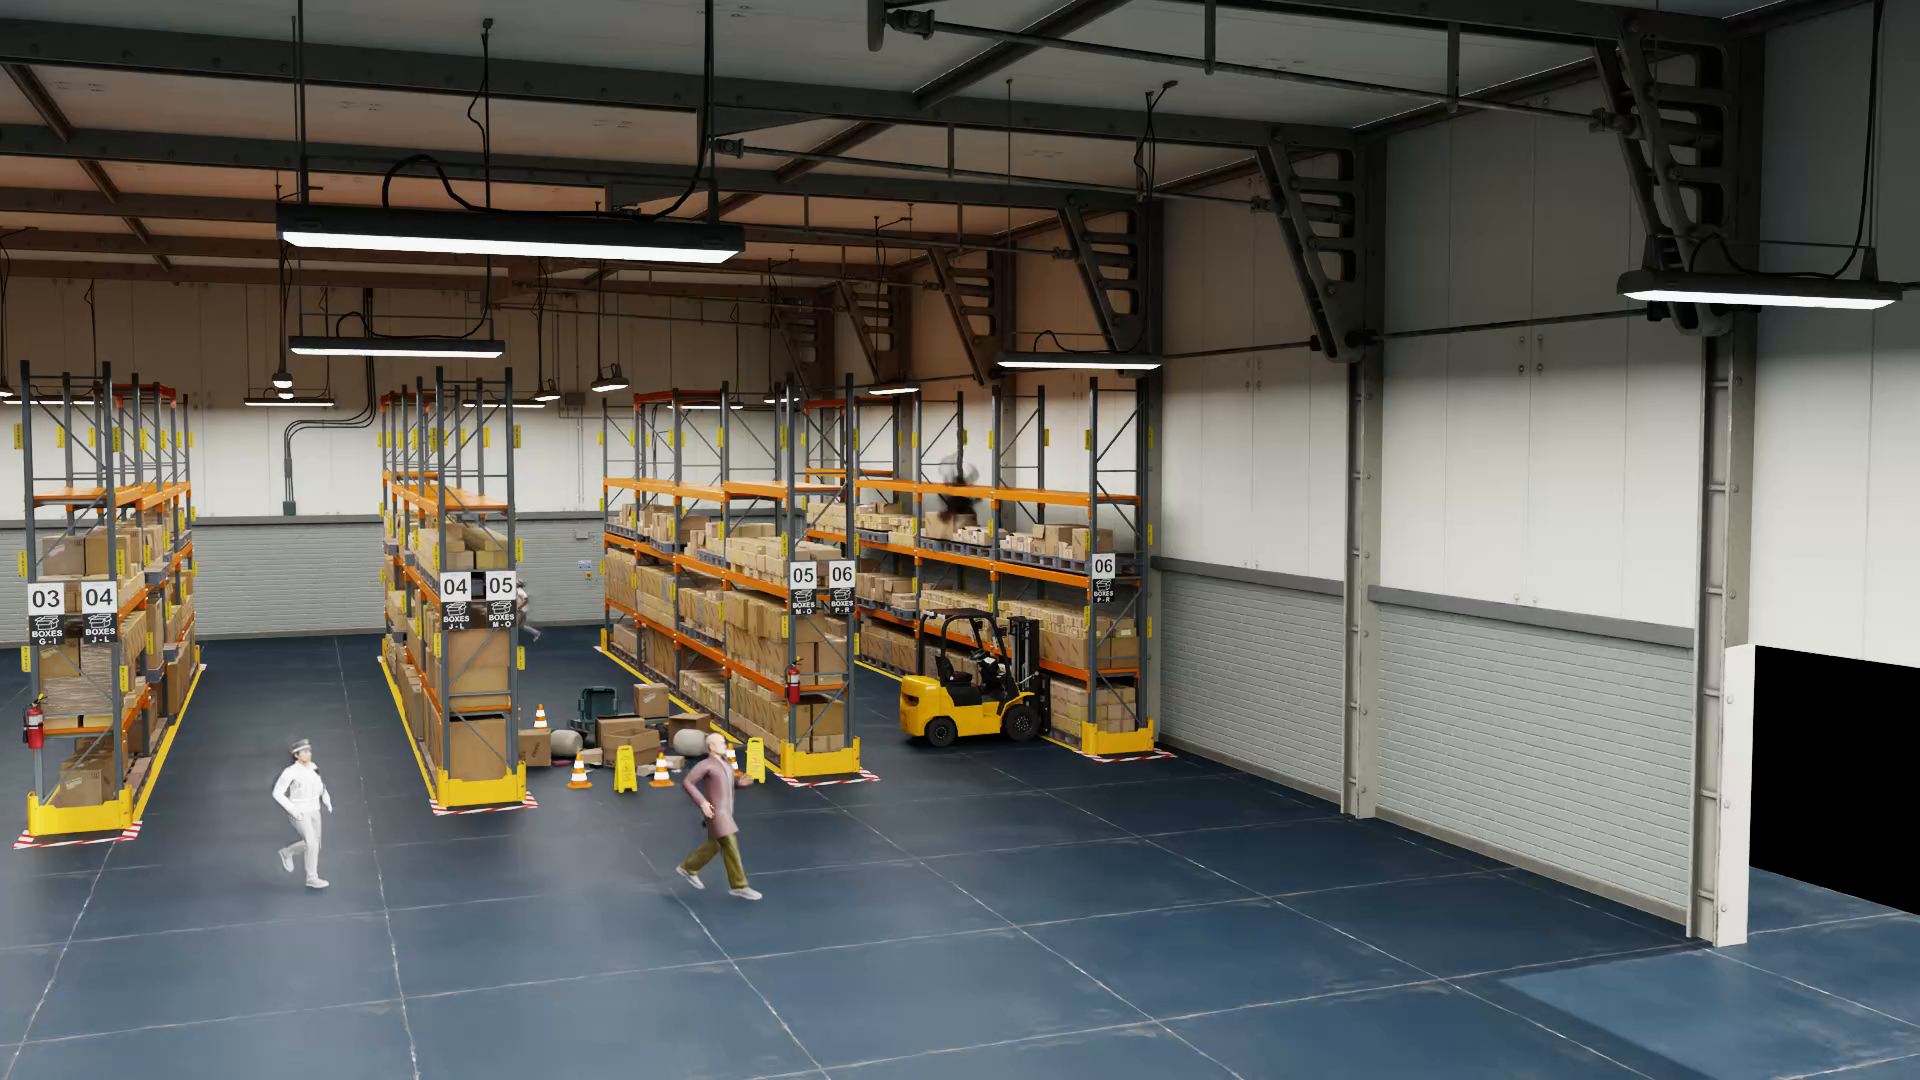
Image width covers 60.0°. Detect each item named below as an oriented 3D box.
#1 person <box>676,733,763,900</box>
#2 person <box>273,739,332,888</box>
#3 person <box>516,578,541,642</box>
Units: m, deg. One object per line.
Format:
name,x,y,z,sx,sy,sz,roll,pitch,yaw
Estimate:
person,-2.634,2.992,18.133,1.043,1.775,0.697,1,4,13
person,-7.382,3.045,18.645,0.697,1.653,0.655,1,4,22
person,-10.545,1.755,40.076,0.908,1.709,0.588,-1,4,-19
